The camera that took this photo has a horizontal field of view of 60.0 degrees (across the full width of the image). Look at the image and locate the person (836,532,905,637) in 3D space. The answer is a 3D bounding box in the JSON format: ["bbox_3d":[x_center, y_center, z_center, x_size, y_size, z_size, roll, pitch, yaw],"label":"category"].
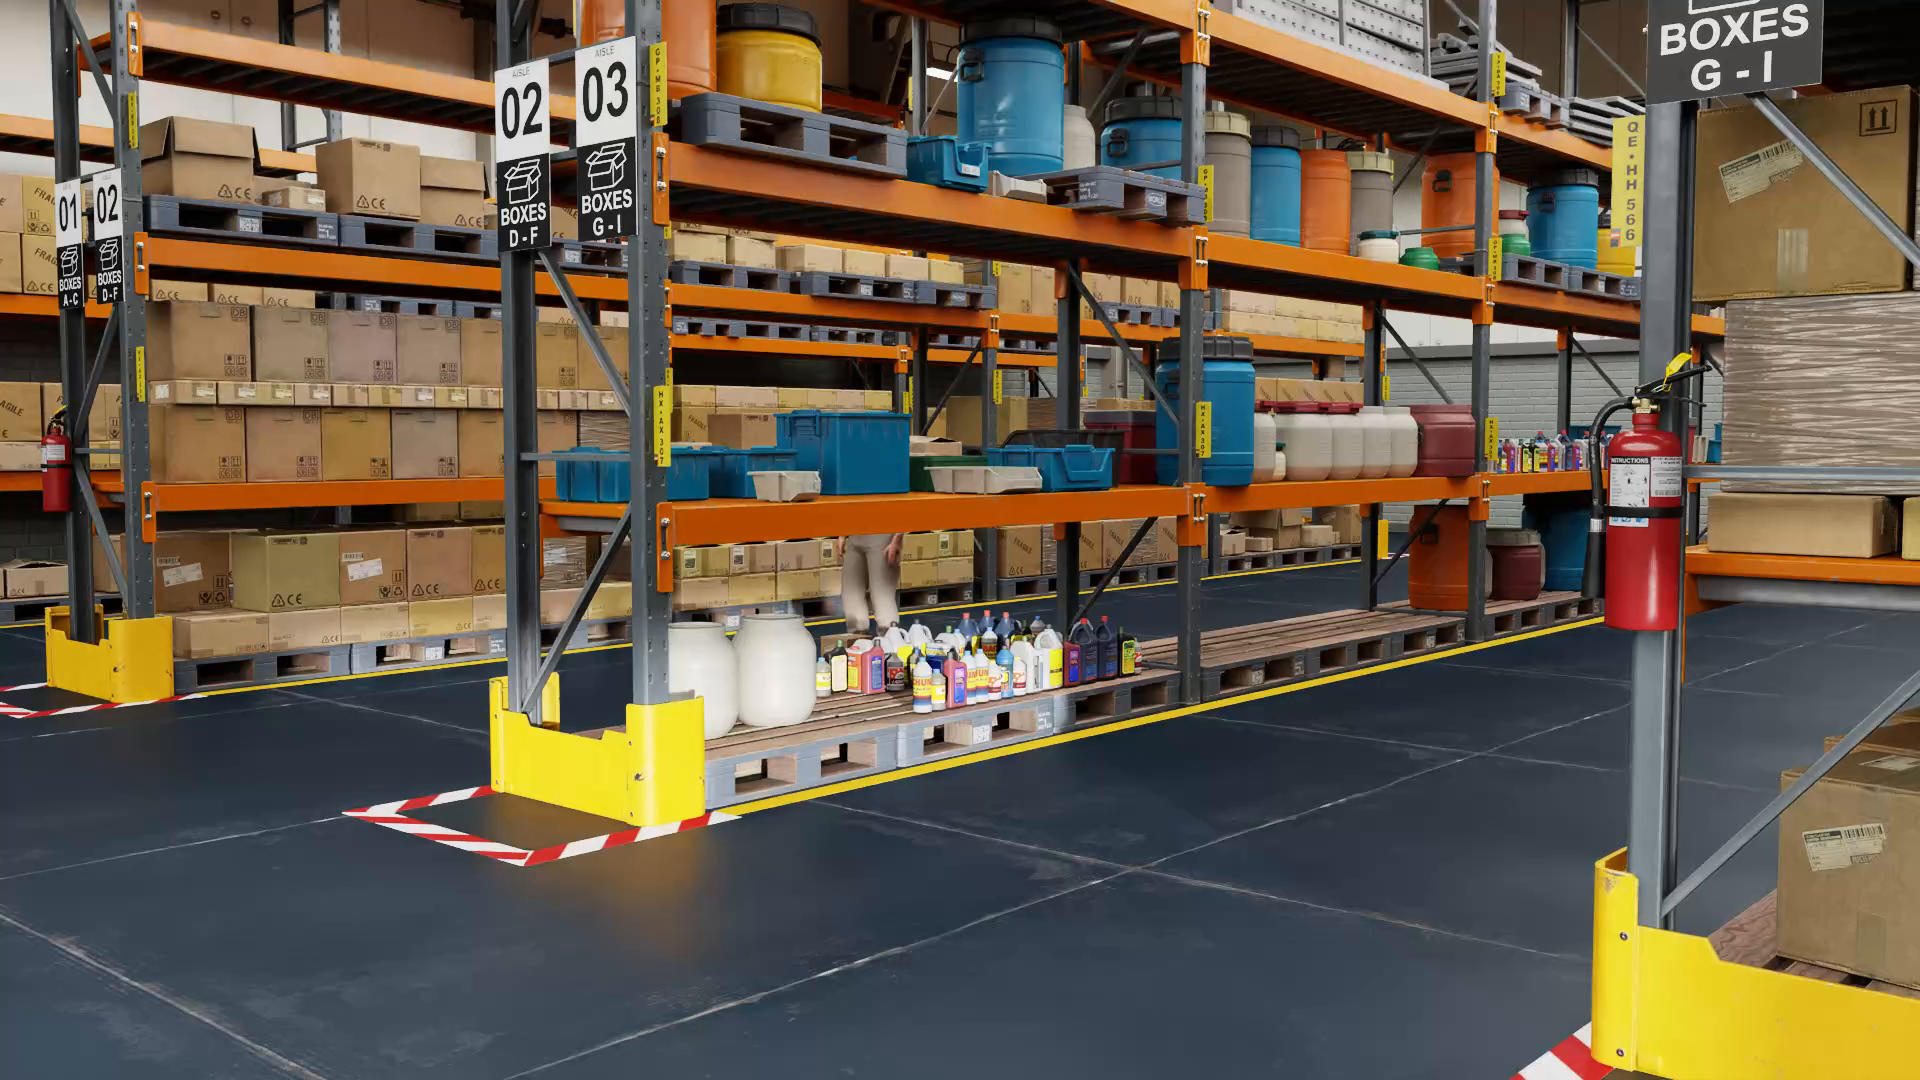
[{"bbox_3d":[-0.608,0.025,11.433,0.584,1.726,0.391,3,5,39],"label":"person"}]
